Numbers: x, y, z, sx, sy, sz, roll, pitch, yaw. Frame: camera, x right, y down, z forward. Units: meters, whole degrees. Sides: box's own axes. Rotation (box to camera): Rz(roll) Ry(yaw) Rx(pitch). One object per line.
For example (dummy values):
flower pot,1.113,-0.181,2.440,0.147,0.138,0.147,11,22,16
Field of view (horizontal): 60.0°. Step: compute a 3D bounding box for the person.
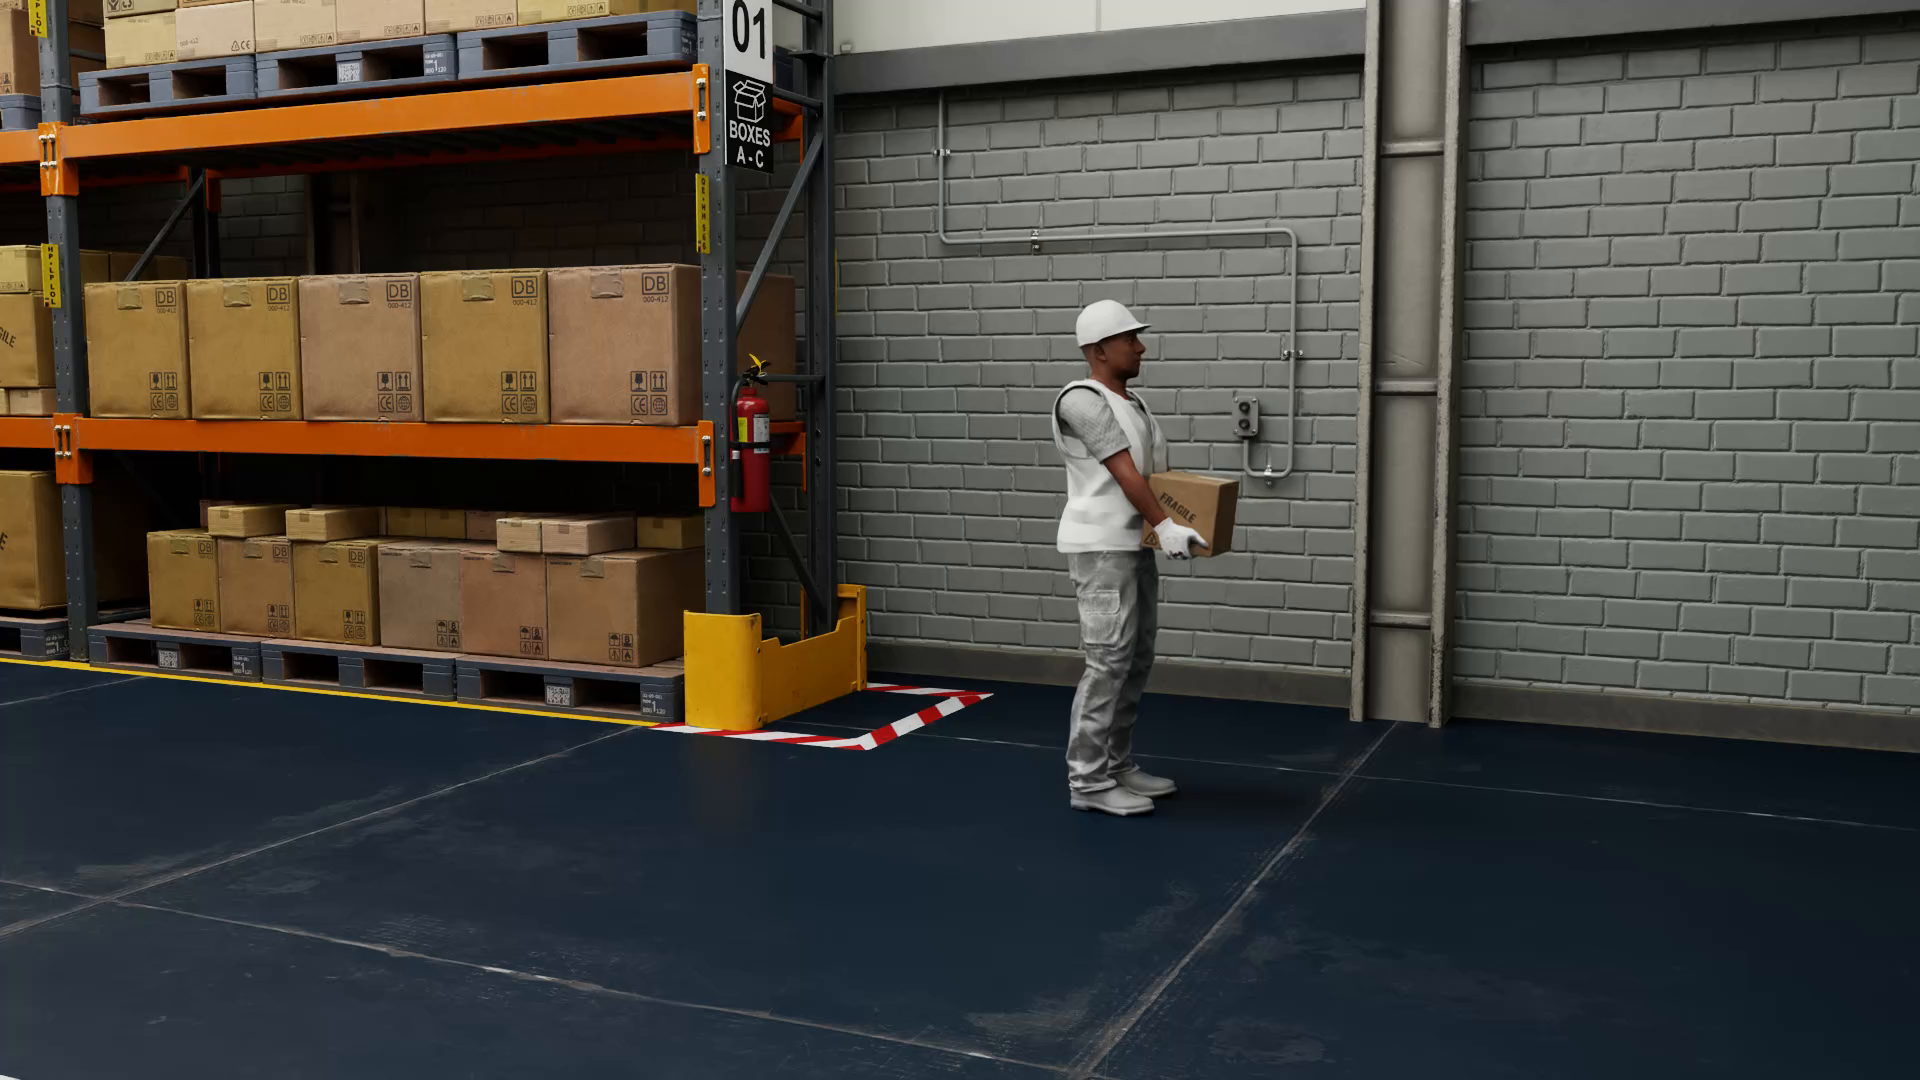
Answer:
person,0.640,0.052,5.849,0.567,1.780,0.488,2,6,24
